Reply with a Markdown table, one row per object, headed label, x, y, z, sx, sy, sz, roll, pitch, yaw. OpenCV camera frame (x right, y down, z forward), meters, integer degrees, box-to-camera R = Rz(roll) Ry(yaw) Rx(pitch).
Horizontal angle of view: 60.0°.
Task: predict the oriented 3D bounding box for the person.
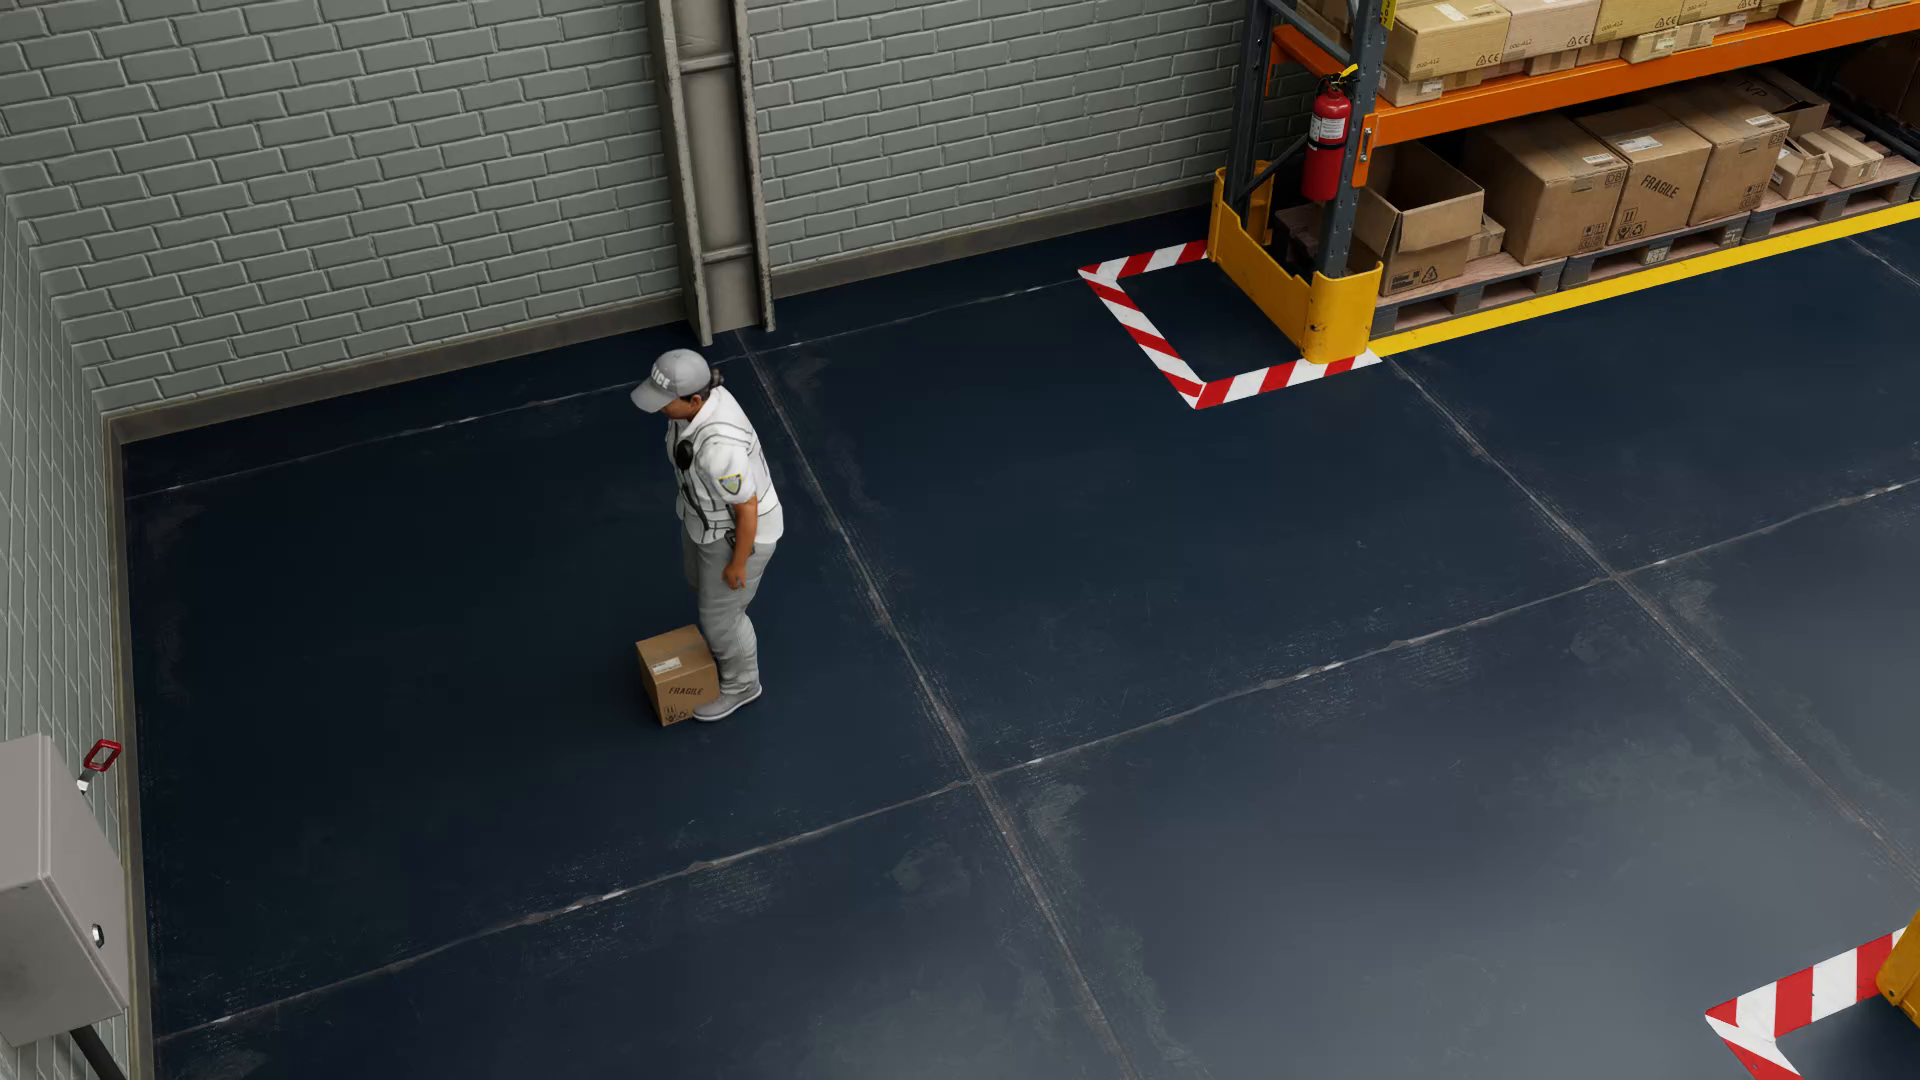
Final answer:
| label | x | y | z | sx | sy | sz | roll | pitch | yaw |
| --- | --- | --- | --- | --- | --- | --- | --- | --- | --- |
| person | -0.919 | -0.049 | 6.210 | 0.469 | 1.664 | 0.550 | -17 | 45 | -18 |
